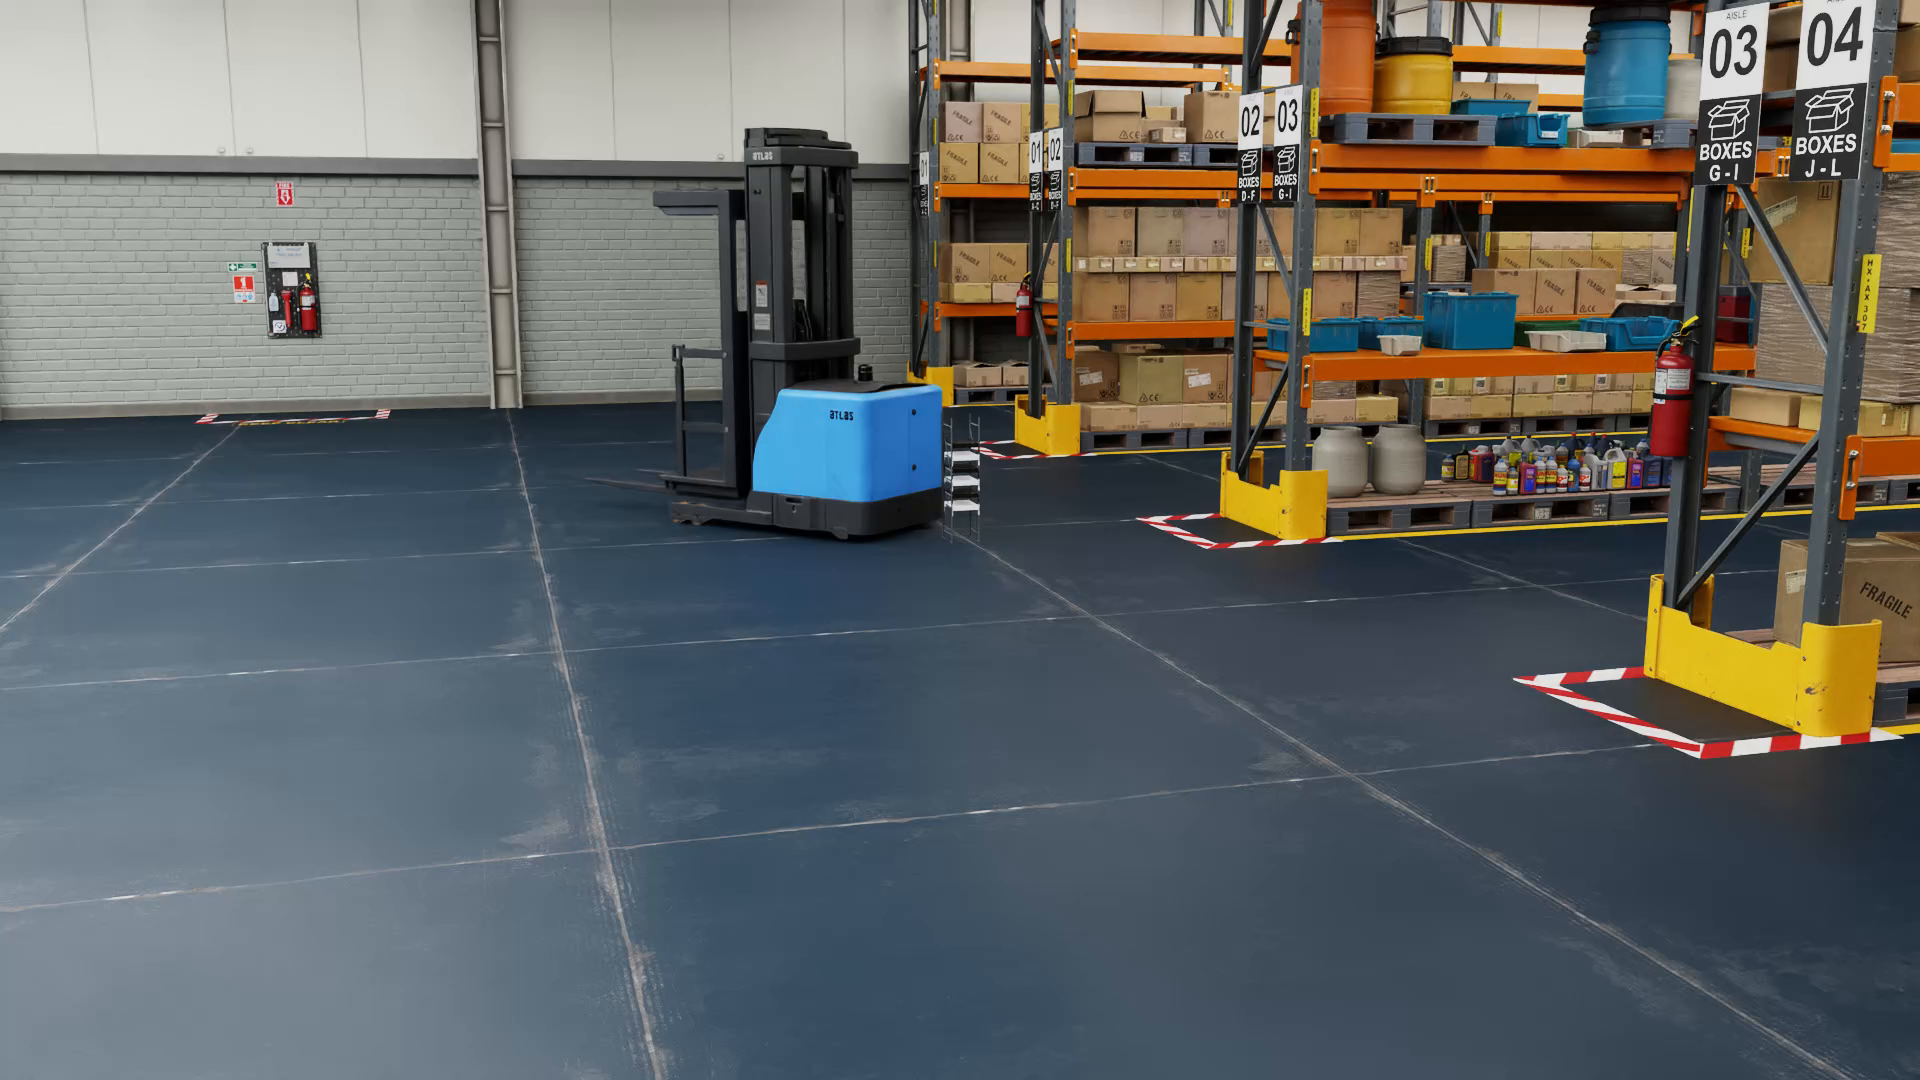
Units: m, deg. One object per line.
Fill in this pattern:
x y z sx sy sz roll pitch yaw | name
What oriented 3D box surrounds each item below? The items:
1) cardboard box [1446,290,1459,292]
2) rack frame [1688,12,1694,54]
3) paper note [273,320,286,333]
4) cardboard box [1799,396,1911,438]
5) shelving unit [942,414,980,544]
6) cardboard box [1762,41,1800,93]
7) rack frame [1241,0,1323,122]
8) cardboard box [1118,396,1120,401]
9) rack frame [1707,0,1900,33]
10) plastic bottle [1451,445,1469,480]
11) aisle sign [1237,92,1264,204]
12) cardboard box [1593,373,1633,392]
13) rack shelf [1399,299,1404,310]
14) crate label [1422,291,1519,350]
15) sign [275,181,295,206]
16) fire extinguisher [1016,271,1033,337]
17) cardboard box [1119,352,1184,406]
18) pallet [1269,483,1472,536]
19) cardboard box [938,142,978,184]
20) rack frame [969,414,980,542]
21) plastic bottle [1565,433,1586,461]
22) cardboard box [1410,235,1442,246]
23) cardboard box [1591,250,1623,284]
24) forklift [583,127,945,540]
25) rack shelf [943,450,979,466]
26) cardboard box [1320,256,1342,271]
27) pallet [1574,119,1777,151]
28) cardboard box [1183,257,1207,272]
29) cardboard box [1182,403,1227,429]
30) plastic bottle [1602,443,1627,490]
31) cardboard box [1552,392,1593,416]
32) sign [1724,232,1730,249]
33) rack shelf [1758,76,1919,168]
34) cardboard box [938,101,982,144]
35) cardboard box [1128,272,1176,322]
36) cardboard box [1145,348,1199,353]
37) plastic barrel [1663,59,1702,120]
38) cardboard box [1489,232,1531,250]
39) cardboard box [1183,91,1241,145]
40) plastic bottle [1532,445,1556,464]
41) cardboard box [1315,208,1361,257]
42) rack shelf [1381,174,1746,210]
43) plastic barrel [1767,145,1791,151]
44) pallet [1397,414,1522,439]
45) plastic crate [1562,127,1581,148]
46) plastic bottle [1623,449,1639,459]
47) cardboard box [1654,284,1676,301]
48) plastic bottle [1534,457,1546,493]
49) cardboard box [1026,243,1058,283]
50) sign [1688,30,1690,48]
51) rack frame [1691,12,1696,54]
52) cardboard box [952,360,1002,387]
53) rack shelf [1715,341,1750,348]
5.552 -2.644 18.497 0.258 0.266 0.396 -3 11 -17 | cardboard box
11.053 -6.850 24.402 0.127 3.000 1.000 -3 11 -16 | rack frame
-8.372 -2.626 20.459 0.142 0.148 0.016 -3 11 -16 | paper note
4.025 -0.559 7.491 0.250 0.149 0.380 -3 11 -16 | cardboard box
0.008 -0.443 11.967 0.210 0.900 0.258 -3 11 -16 | shelving unit
4.076 -2.179 7.729 0.500 0.250 0.500 -3 11 -15 | cardboard box
2.300 -4.521 11.748 0.127 3.000 1.000 -3 11 -16 | rack frame
1.828 -1.392 17.756 0.500 0.250 0.500 -3 11 -16 | cardboard box
3.684 -3.660 7.071 0.127 3.000 1.000 -3 11 -16 | rack frame
4.048 -0.629 13.466 0.133 0.283 0.061 -3 11 -15 | plastic bottle
2.148 -2.897 12.317 0.004 0.787 0.394 -3 11 -16 | aisle sign
7.184 -1.845 18.668 0.500 0.311 0.500 -3 11 -16 | cardboard box
5.292 -3.242 23.361 4.000 0.370 1.077 -3 11 -16 | rack shelf
3.992 -1.728 13.050 0.616 0.435 0.502 -3 11 -16 | crate label
-8.219 -4.213 20.245 0.199 0.298 0.001 -3 11 -16 | sign
0.676 -2.468 17.383 0.183 0.674 0.296 -3 11 -16 | fire extinguisher
1.976 -1.669 17.190 0.500 0.500 0.500 -3 11 -16 | cardboard box
3.141 -0.251 12.828 1.213 0.211 1.003 -3 11 -16 | pallet
-0.078 -4.800 21.220 0.500 0.500 0.500 -3 11 -14 | cardboard box
0.105 -0.448 11.995 0.006 0.900 0.240 -3 11 -16 | rack frame
5.068 -0.708 13.709 0.185 0.351 0.144 -4 11 -18 | plastic bottle
6.584 -4.240 23.512 0.250 0.149 0.380 -5 12 -25 | cardboard box
9.230 -3.960 24.121 0.500 0.500 0.500 -3 11 -14 | cardboard box
-1.628 -1.624 12.771 3.031 2.935 1.130 7 12 33 | forklift
0.008 -0.587 11.941 0.200 0.077 0.258 -3 11 -16 | rack shelf
3.818 -2.912 17.511 0.250 0.149 0.380 -3 11 -16 | cardboard box
5.475 -3.102 12.846 1.003 0.211 1.213 -3 11 -16 | pallet
2.347 -2.835 17.092 0.250 0.149 0.380 -3 11 -18 | cardboard box
2.455 -1.325 17.396 0.500 0.250 0.500 -3 11 -16 | cardboard box
5.108 -0.578 13.000 0.185 0.351 0.144 -3 11 -16 | plastic bottle
6.693 -1.544 18.580 0.500 0.250 0.500 -3 11 -15 | cardboard box
11.214 -4.336 24.338 0.005 0.325 0.100 -3 11 -16 | sign
5.605 -1.932 7.958 4.000 0.370 1.077 -3 11 -16 | rack shelf
-0.031 -5.296 21.150 0.500 0.500 0.500 -4 11 -20 | cardboard box
1.874 -2.530 17.226 0.500 0.500 0.700 -3 11 -14 | cardboard box
2.307 -1.787 17.830 0.500 0.500 0.500 -3 11 -16 | cardboard box
5.672 -3.522 13.138 0.421 0.512 0.421 0 10 0 | plastic barrel
7.748 -4.251 23.629 0.500 0.250 0.500 -3 11 -15 | cardboard box
2.590 -4.268 16.837 0.500 0.500 0.500 -3 11 -16 | cardboard box
4.726 -0.625 13.466 0.135 0.276 0.152 -3 11 -16 | plastic bottle
3.851 -3.272 17.675 0.500 0.500 0.700 -3 11 -16 | cardboard box
6.680 -3.857 18.413 4.000 0.370 1.077 -3 11 -16 | rack shelf
6.568 -3.558 13.419 0.708 0.901 0.600 -3 11 -16 | plastic barrel
5.456 -1.307 18.561 1.213 0.211 1.003 -3 11 -16 | pallet
4.549 -3.111 12.962 0.450 0.188 0.336 -3 11 -16 | plastic crate
5.353 -0.582 13.229 0.135 0.276 0.152 -3 11 -16 | plastic bottle
8.239 -2.782 19.118 0.500 0.311 0.500 -2 11 -12 | cardboard box
4.457 -0.500 12.797 0.097 0.271 0.097 0 10 0 | plastic bottle
1.048 -3.618 21.700 0.500 0.500 0.500 -3 11 -18 | cardboard box
10.921 -7.485 24.834 0.005 0.325 0.100 -3 11 -16 | sign
8.600 -5.787 18.626 0.127 3.000 1.000 -3 11 -16 | rack frame
0.220 -2.206 21.955 0.500 0.311 0.500 -4 11 -22 | cardboard box
8.061 -1.520 14.006 4.000 0.370 1.077 -3 11 -16 | rack shelf
